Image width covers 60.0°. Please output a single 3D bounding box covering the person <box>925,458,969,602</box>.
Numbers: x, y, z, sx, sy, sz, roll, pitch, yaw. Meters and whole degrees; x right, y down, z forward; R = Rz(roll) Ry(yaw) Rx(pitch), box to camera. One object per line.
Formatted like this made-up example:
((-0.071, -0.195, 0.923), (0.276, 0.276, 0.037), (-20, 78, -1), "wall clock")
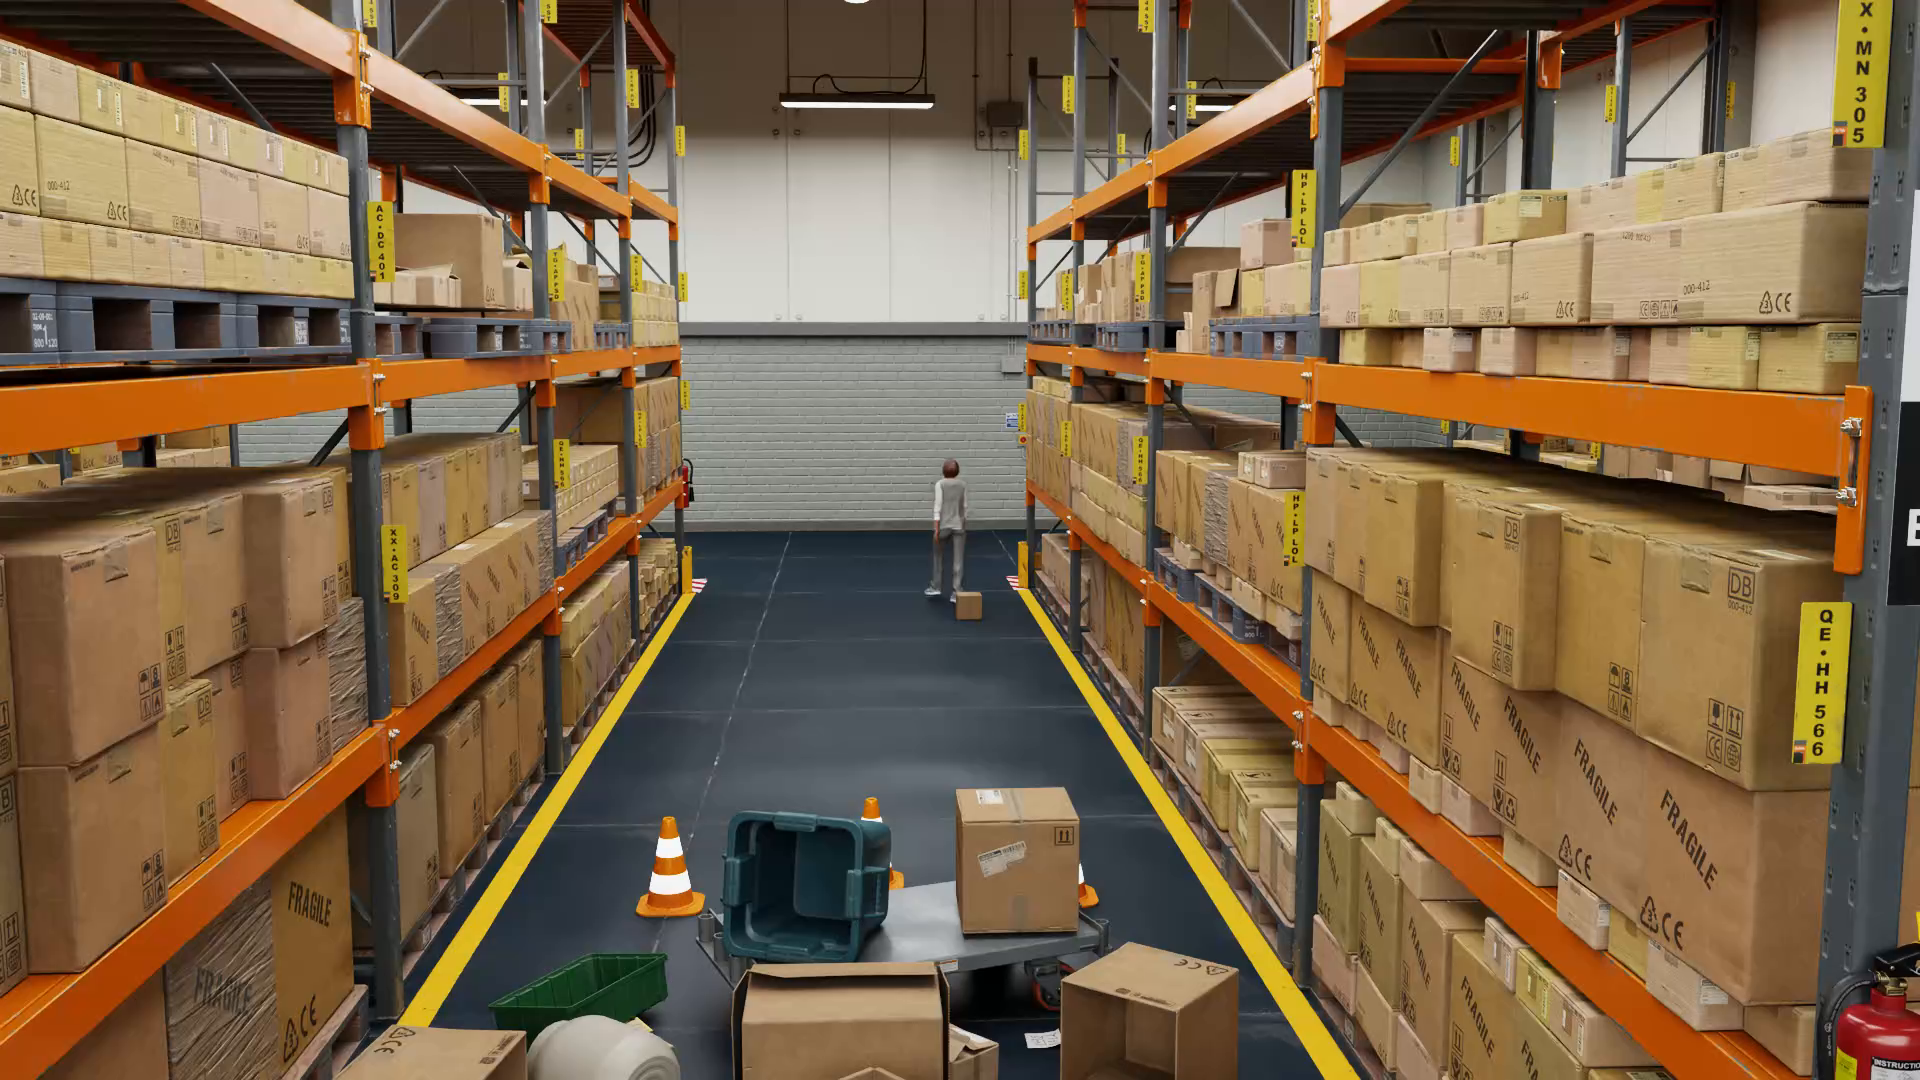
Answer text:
((-0.108, -0.124, 18.217), (0.418, 1.547, 0.866), (-2, 7, -13), "person")
